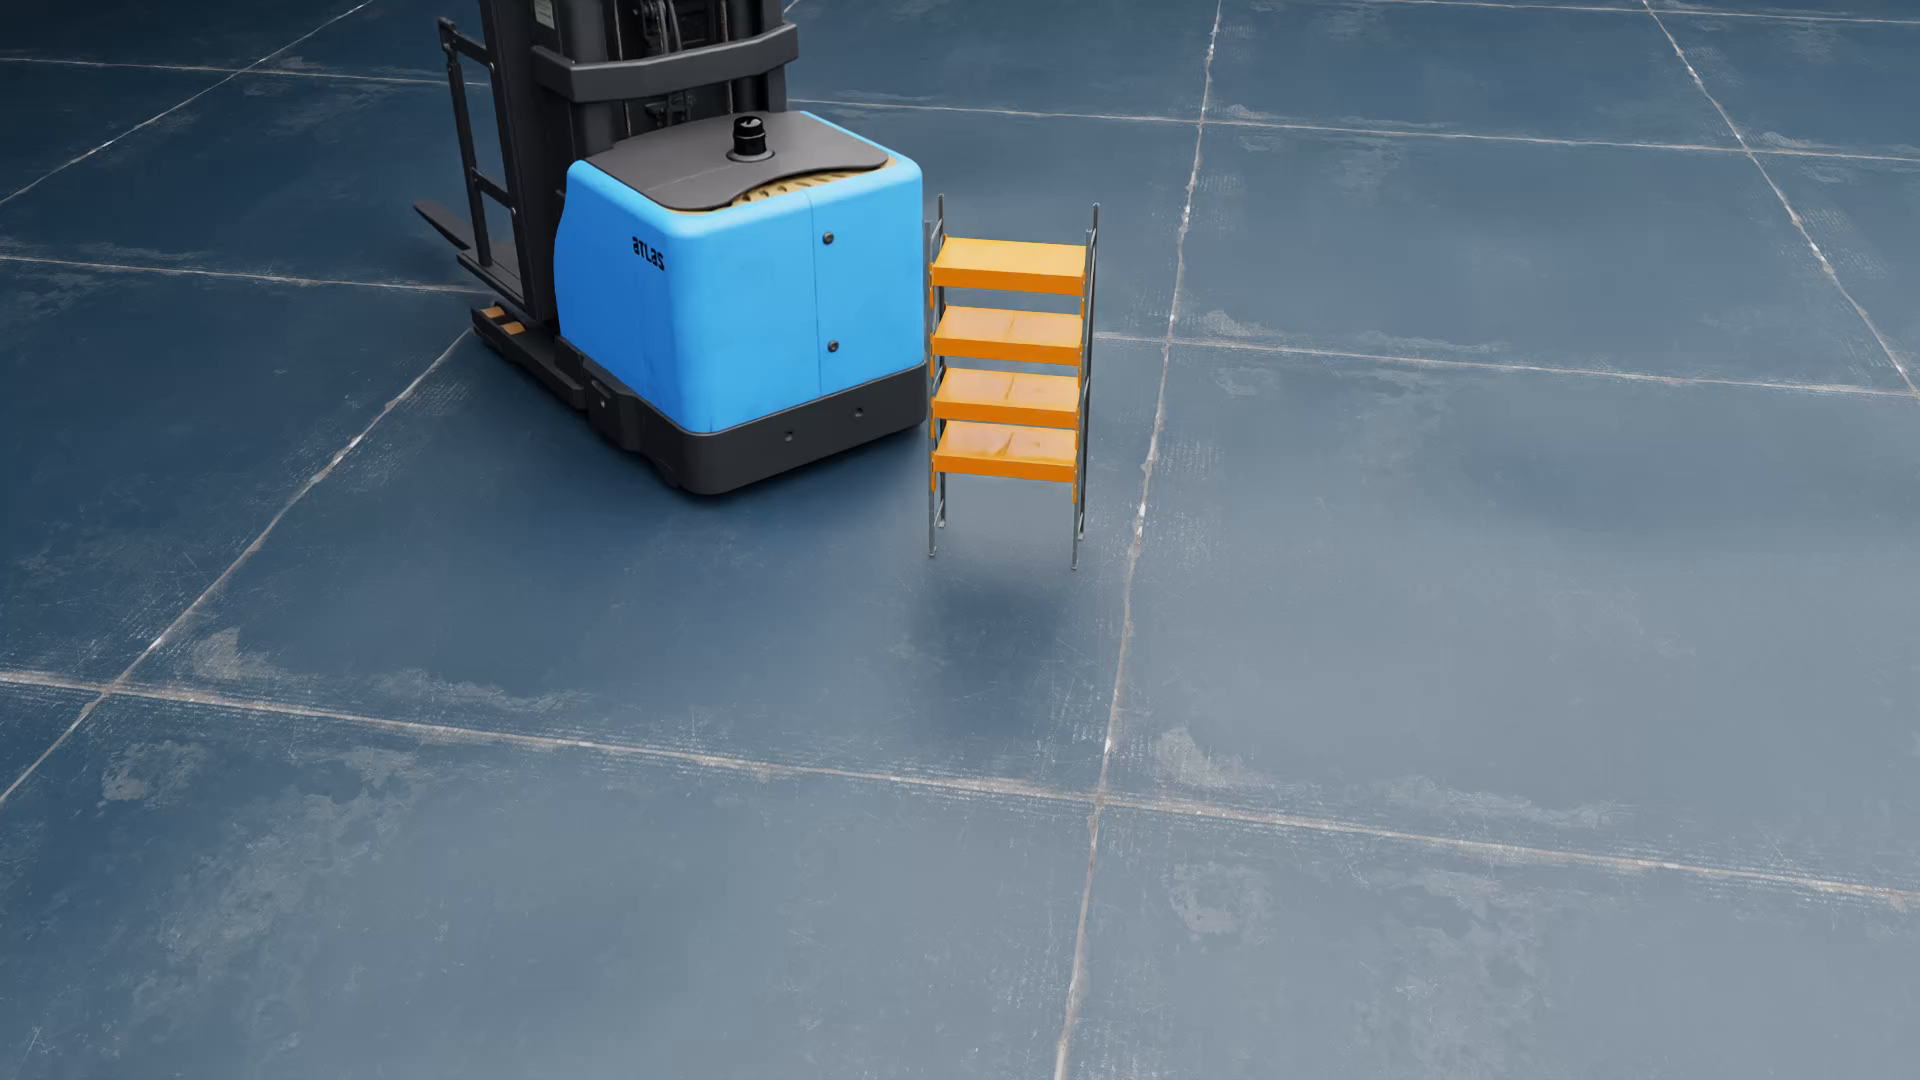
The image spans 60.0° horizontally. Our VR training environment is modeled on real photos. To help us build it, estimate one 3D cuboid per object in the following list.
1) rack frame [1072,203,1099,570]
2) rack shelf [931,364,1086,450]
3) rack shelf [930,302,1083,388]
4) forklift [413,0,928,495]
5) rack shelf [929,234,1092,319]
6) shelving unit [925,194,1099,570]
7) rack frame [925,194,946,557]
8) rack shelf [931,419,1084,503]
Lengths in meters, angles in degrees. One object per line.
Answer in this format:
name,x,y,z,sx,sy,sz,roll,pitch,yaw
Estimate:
rack frame,0.404,-0.472,5.373,0.015,1.200,0.240,5,32,8
rack shelf,0.163,-0.437,5.444,0.480,0.148,0.258,5,32,8
rack shelf,0.163,-0.626,5.325,0.480,0.148,0.258,5,32,8
forklift,-1.411,-2.125,6.382,1.130,2.935,3.031,-22,38,-31
rack shelf,0.163,-0.827,5.200,0.480,0.148,0.258,5,32,8
shelving unit,0.163,-0.494,5.408,0.503,1.200,0.258,5,32,8
rack frame,-0.077,-0.516,5.443,0.015,1.200,0.240,5,32,8
rack shelf,0.163,-0.268,5.549,0.480,0.148,0.258,5,32,8
